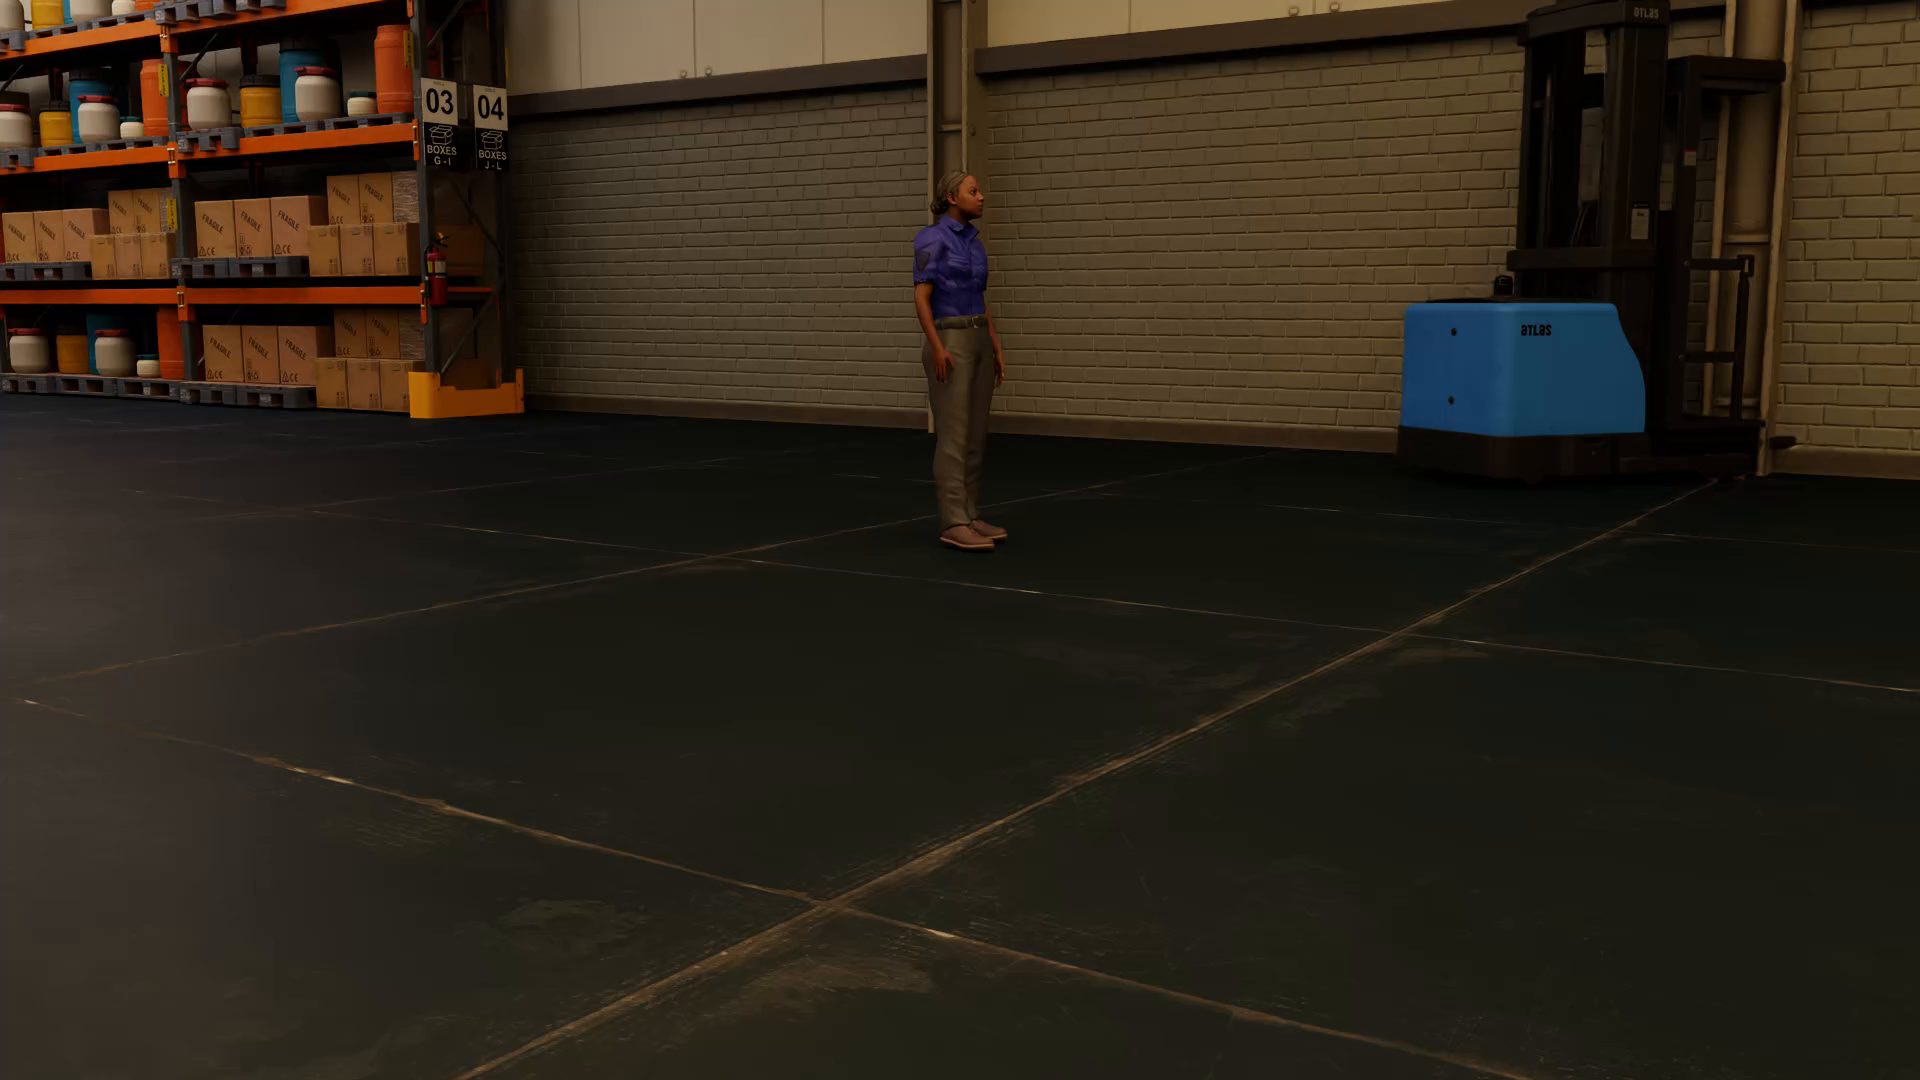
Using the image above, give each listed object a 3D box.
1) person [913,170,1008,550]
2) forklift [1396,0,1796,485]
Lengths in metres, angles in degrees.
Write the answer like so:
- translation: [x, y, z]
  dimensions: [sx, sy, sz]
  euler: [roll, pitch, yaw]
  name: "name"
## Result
- translation: [0.061, -0.817, 7.421]
  dimensions: [0.504, 1.654, 0.569]
  euler: [5, 10, 34]
  name: "person"
- translation: [4.317, -1.875, 10.381]
  dimensions: [3.031, 2.935, 1.130]
  euler: [-3, 9, -21]
  name: "forklift"
